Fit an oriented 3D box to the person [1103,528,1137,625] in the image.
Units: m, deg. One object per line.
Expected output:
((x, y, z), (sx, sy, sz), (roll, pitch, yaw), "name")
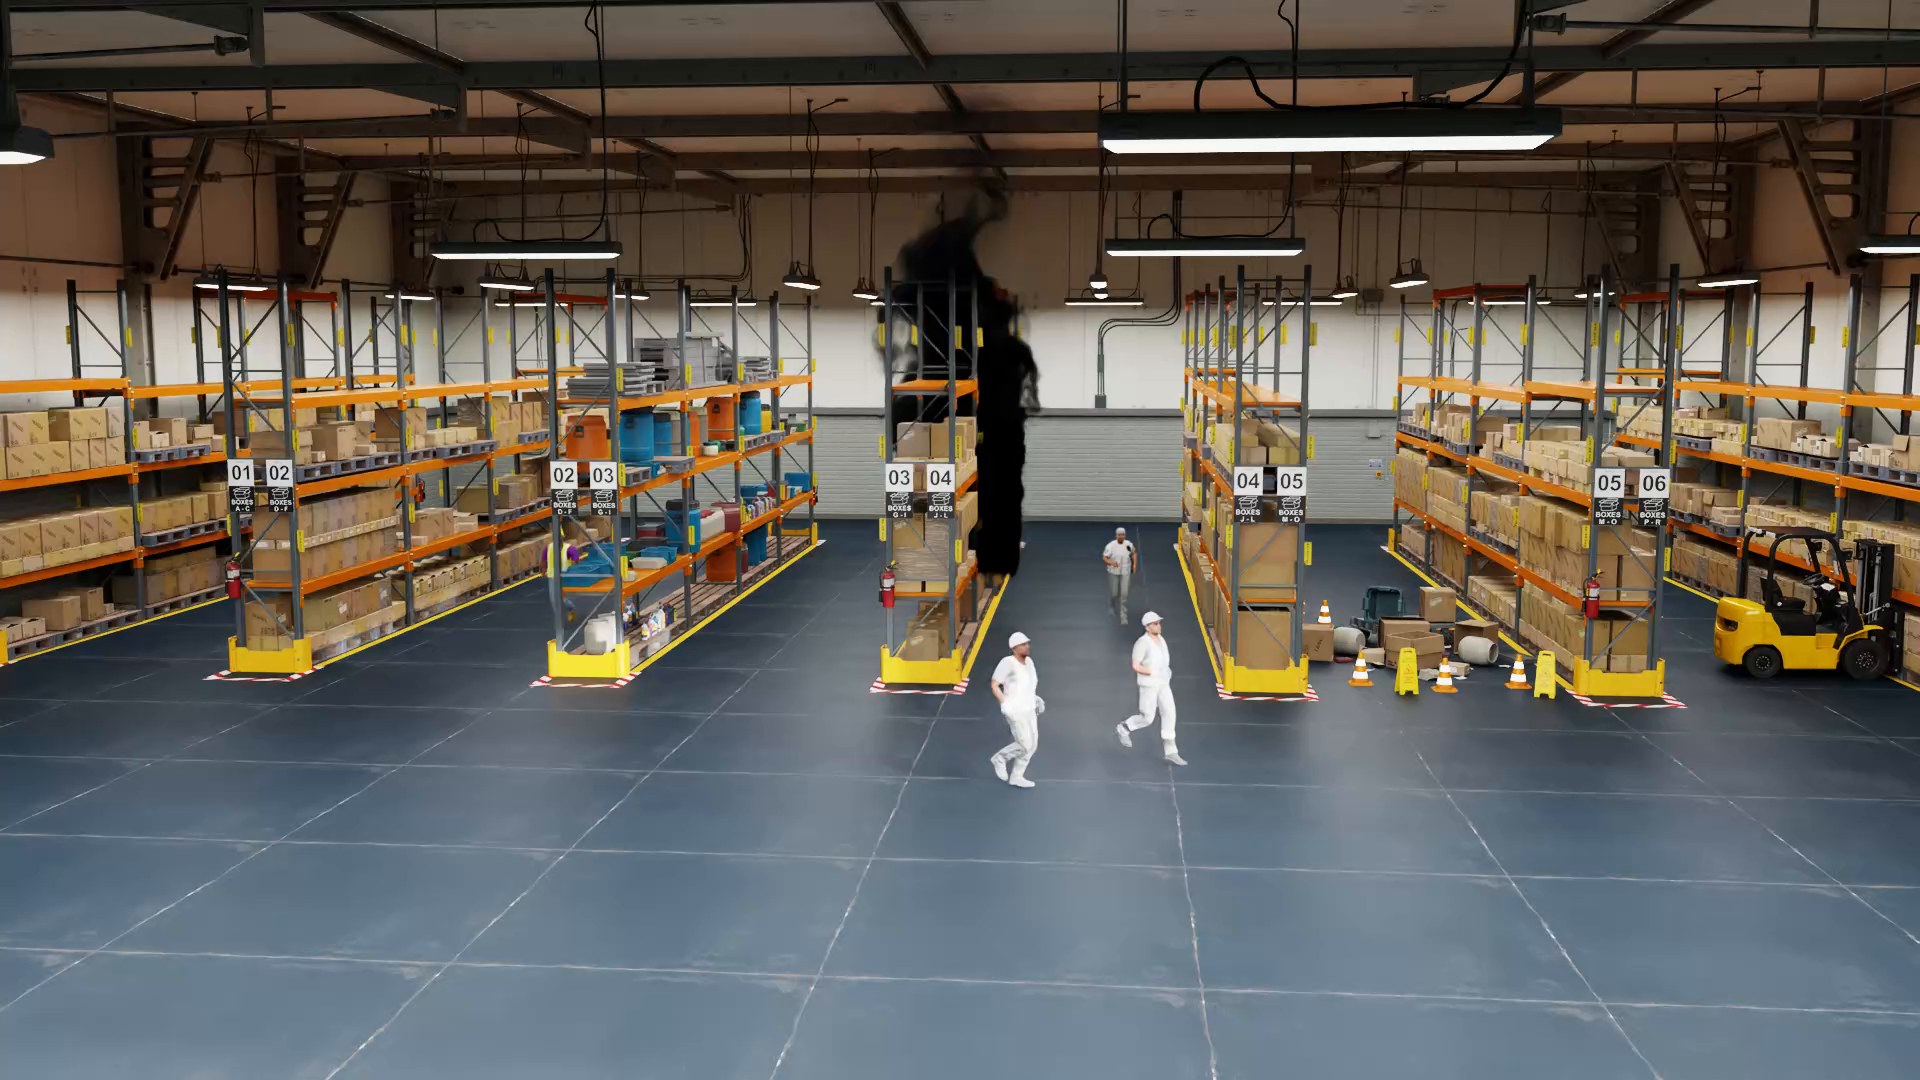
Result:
((2.828, 0.613, 29.430), (0.625, 1.691, 0.828), (0, 7, -1), "person")

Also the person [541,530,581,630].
((-6.924, 0.655, 28.778), (0.714, 1.737, 0.650), (1, 7, 6), "person")

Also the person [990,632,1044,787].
((0.627, 1.892, 18.572), (0.545, 1.740, 0.676), (5, 9, 36), "person")

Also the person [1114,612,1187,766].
((2.280, 1.733, 19.709), (0.995, 1.784, 0.668), (7, 10, 43), "person")
